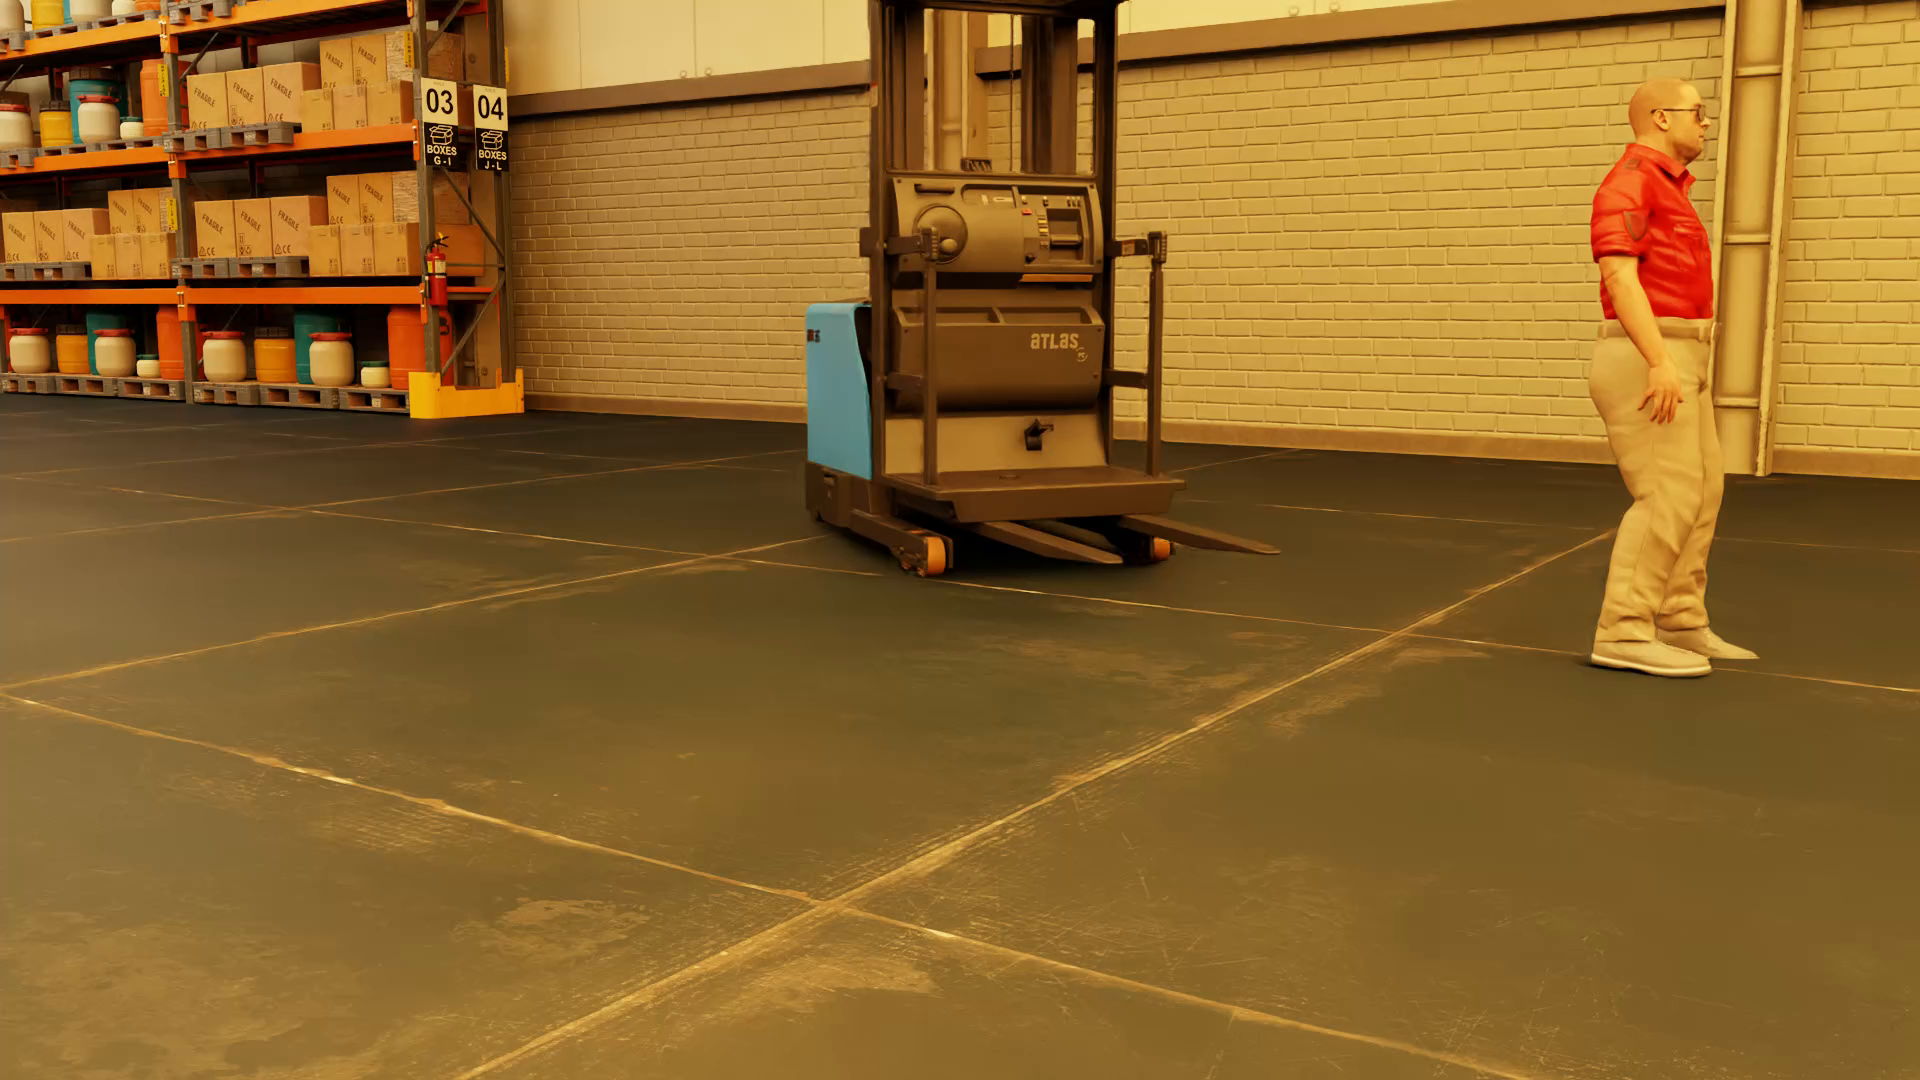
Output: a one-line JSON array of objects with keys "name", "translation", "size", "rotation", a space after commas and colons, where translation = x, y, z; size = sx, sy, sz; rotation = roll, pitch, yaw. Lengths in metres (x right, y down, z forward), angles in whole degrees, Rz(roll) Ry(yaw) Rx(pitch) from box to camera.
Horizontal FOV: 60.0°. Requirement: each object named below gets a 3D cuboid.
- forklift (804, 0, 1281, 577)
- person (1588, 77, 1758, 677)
[{"name": "forklift", "translation": [0.246, -1.370, 6.827], "size": [1.130, 2.935, 3.031], "rotation": [-3, 9, -21]}, {"name": "person", "translation": [2.122, -0.465, 4.894], "size": [0.490, 1.759, 0.619], "rotation": [5, 9, 29]}]
